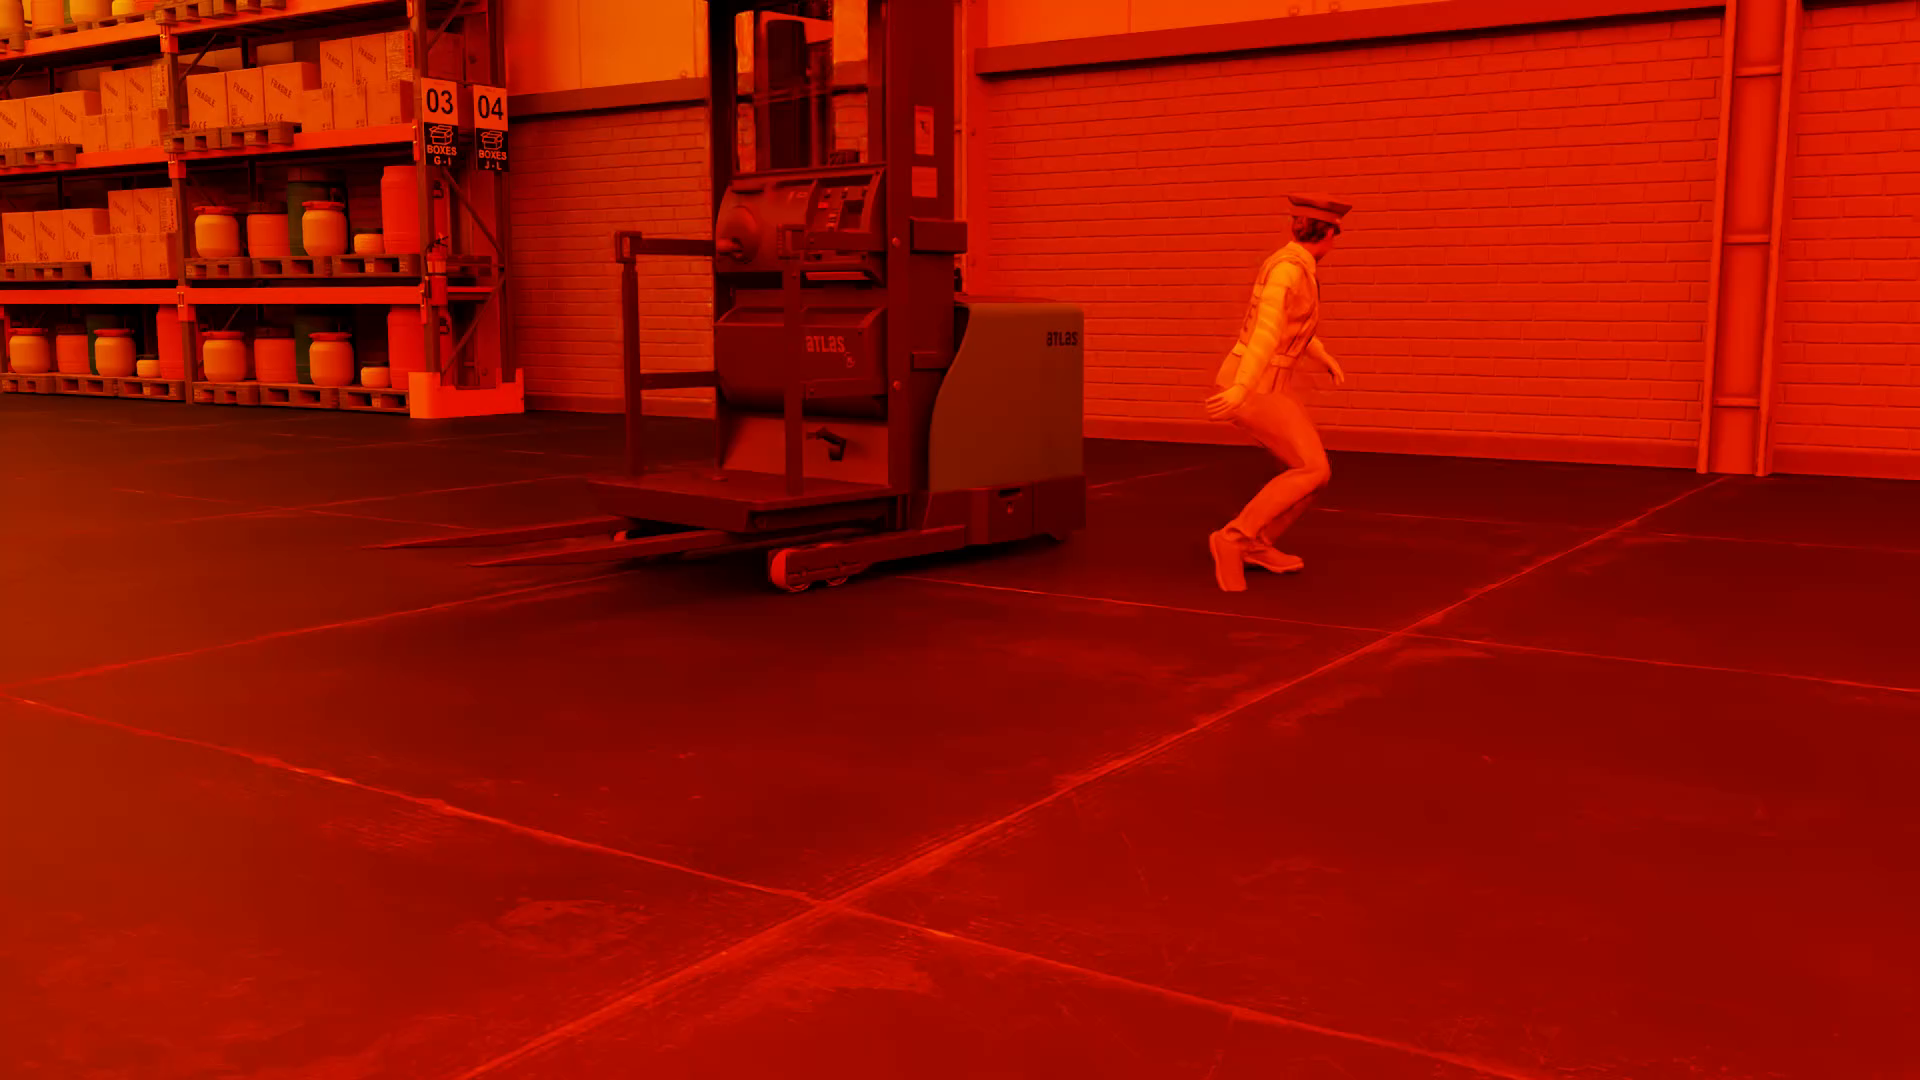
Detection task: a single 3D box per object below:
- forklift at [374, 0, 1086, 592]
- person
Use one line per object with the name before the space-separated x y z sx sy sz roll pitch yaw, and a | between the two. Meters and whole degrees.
forklift | -0.802 -1.335 6.583 1.130 2.935 3.031 7 11 42
person | 1.216 -0.546 6.356 0.495 1.543 0.921 3 8 18
